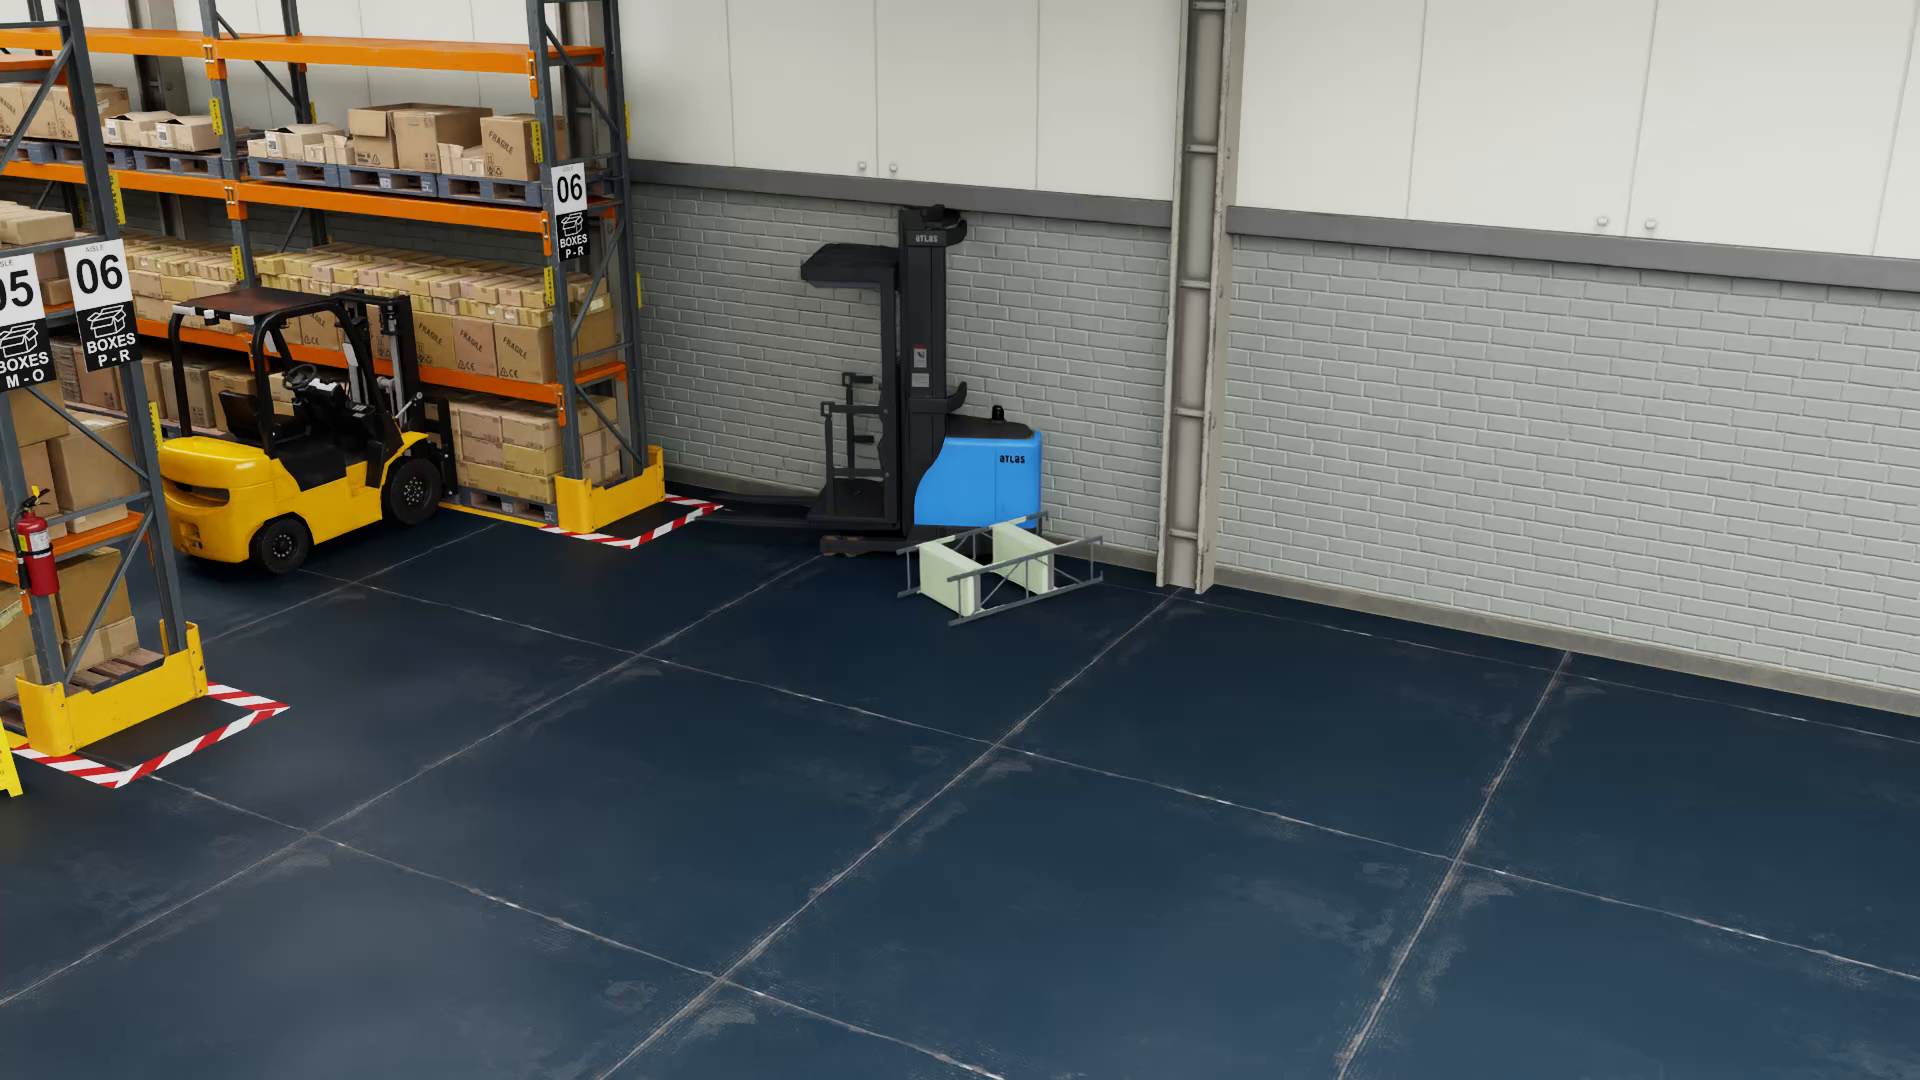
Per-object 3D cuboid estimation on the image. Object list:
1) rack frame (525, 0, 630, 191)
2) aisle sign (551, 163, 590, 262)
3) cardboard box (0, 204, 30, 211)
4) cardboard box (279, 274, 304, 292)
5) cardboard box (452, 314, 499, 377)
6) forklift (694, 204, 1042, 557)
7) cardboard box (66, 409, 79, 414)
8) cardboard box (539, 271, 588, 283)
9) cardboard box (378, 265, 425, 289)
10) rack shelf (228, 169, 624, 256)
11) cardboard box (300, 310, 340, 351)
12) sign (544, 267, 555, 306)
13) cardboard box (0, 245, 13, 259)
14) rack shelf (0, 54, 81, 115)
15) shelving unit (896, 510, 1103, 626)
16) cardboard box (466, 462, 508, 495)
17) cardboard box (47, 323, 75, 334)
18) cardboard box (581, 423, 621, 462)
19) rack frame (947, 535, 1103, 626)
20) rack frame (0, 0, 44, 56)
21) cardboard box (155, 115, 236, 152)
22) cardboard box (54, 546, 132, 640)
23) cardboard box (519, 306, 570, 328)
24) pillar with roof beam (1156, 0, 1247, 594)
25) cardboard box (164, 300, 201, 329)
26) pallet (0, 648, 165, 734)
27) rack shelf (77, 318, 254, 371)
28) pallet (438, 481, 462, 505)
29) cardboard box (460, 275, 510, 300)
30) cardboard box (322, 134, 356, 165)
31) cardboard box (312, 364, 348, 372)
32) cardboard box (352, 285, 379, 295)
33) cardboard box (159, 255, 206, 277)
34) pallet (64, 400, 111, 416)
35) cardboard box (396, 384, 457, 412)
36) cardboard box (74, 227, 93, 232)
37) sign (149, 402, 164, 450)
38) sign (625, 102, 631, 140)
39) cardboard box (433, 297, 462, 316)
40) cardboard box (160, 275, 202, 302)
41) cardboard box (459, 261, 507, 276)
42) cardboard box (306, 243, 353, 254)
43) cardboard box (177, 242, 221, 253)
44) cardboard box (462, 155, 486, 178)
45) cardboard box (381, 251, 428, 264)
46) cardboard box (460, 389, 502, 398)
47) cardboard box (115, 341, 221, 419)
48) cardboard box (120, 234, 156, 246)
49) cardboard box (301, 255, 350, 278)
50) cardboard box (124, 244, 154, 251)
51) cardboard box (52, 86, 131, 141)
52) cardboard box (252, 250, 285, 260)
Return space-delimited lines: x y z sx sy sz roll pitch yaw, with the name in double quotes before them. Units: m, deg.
"rack frame" -3.218 -4.483 13.825 0.127 3.000 1.000 11 23 27
"aisle sign" -3.304 -2.787 14.134 0.004 0.787 0.394 11 23 27
"cardboard box" -6.262 -2.068 10.766 0.250 0.149 0.380 11 23 27
"cardboard box" -6.333 -2.506 16.075 0.250 0.149 0.380 11 23 29
"cardboard box" -4.224 -1.803 15.087 0.500 0.500 0.500 12 23 29
"forklift" -0.780 -1.409 14.248 3.031 2.935 1.130 2 20 6
"cardboard box" -6.368 -0.618 11.385 0.500 0.500 0.500 12 23 29
"cardboard box" -3.609 -2.337 15.172 0.250 0.149 0.380 12 23 29
"cardboard box" -5.187 -2.452 15.489 0.250 0.149 0.380 11 23 28
"rack shelf" -4.964 -3.067 15.376 4.000 0.370 1.077 11 23 27
"cardboard box" -5.987 -2.142 16.022 0.500 0.500 0.500 11 23 28
"sign" -3.495 -2.159 14.171 0.005 0.325 0.100 11 23 27
"cardboard box" -6.214 -1.669 10.250 0.500 0.250 0.500 10 22 27
"rack shelf" -7.382 -2.998 10.790 4.000 0.370 1.077 11 23 27
"shelving unit" 0.327 0.209 13.399 1.500 0.431 0.755 -15 25 -31
"cardboard box" -4.212 -0.637 15.437 0.500 0.250 0.500 11 23 27
"cardboard box" -10.506 -2.500 19.255 0.250 0.149 0.380 12 23 30
"cardboard box" -3.527 -0.943 15.546 0.500 0.250 0.500 11 23 28
"rack frame" 0.532 0.312 13.114 1.500 0.400 0.023 -15 25 -31
"rack frame" -10.202 -5.813 17.493 0.127 3.000 1.000 11 23 27
"cardboard box" -7.461 -3.989 16.229 0.500 0.311 0.500 10 22 26
"cardboard box" -6.226 0.338 11.649 0.500 0.500 0.500 10 22 26
"cardboard box" -3.657 -1.989 14.649 0.250 0.149 0.380 11 23 28
"pillar with roof beam" -0.248 -2.588 8.600 0.400 9.000 9.100 11 23 27
"cardboard box" -7.719 -2.345 16.950 0.500 0.250 0.500 11 22 27
"pallet" -6.394 0.968 11.685 1.213 0.211 1.003 11 23 27
"rack shelf" -8.456 -2.322 17.722 4.000 0.370 1.077 11 23 27
"pallet" -4.967 -0.670 16.200 1.213 0.211 1.003 11 23 27
"cardboard box" -4.287 -2.282 15.021 0.250 0.149 0.380 11 23 28
"cardboard box" -5.563 -3.582 15.175 0.258 0.266 0.396 10 22 26
"cardboard box" -6.186 -1.679 16.842 0.500 0.250 0.500 11 23 28
"cardboard box" -5.457 -2.327 15.582 0.250 0.149 0.380 10 22 26
"cardboard box" -7.833 -2.769 16.799 0.250 0.149 0.380 10 22 26
"pallet" -9.503 -1.534 18.582 1.213 0.211 1.003 11 23 27
"cardboard box" -5.105 -1.272 15.721 0.500 0.250 0.500 10 22 26
"cardboard box" -9.820 -3.351 18.405 0.250 0.149 0.380 12 23 29
"sign" -5.371 -0.753 11.070 0.005 0.325 0.100 11 23 27
"sign" -2.942 -3.685 14.627 0.005 0.325 0.100 11 23 27
"cardboard box" -4.559 -2.159 15.118 0.250 0.149 0.380 10 22 26
"cardboard box" -7.716 -2.582 16.867 0.500 0.250 0.500 10 22 26
"cardboard box" -4.489 -2.522 15.683 0.250 0.149 0.380 10 22 26
"cardboard box" -6.284 -2.857 16.605 0.250 0.149 0.380 11 23 27
"cardboard box" -8.000 -3.030 17.519 0.250 0.149 0.380 11 22 27
"cardboard box" -4.090 -3.247 14.421 0.250 0.149 0.380 10 22 26
"cardboard box" -5.382 -2.691 16.147 0.250 0.149 0.380 10 22 26
"cardboard box" -4.415 -1.342 15.915 0.500 0.250 0.500 11 22 27
"cardboard box" -8.502 -1.748 17.950 0.625 0.625 0.875 10 22 25
"cardboard box" -8.902 -3.193 17.969 0.250 0.149 0.380 11 22 27
"cardboard box" -6.077 -2.622 15.959 0.250 0.149 0.380 10 22 26
"cardboard box" -8.662 -2.979 17.377 0.250 0.149 0.380 11 23 27
"cardboard box" -8.800 -4.333 16.900 0.500 0.500 0.500 11 23 29
"cardboard box" -7.121 -2.863 17.057 0.250 0.149 0.380 10 22 26
